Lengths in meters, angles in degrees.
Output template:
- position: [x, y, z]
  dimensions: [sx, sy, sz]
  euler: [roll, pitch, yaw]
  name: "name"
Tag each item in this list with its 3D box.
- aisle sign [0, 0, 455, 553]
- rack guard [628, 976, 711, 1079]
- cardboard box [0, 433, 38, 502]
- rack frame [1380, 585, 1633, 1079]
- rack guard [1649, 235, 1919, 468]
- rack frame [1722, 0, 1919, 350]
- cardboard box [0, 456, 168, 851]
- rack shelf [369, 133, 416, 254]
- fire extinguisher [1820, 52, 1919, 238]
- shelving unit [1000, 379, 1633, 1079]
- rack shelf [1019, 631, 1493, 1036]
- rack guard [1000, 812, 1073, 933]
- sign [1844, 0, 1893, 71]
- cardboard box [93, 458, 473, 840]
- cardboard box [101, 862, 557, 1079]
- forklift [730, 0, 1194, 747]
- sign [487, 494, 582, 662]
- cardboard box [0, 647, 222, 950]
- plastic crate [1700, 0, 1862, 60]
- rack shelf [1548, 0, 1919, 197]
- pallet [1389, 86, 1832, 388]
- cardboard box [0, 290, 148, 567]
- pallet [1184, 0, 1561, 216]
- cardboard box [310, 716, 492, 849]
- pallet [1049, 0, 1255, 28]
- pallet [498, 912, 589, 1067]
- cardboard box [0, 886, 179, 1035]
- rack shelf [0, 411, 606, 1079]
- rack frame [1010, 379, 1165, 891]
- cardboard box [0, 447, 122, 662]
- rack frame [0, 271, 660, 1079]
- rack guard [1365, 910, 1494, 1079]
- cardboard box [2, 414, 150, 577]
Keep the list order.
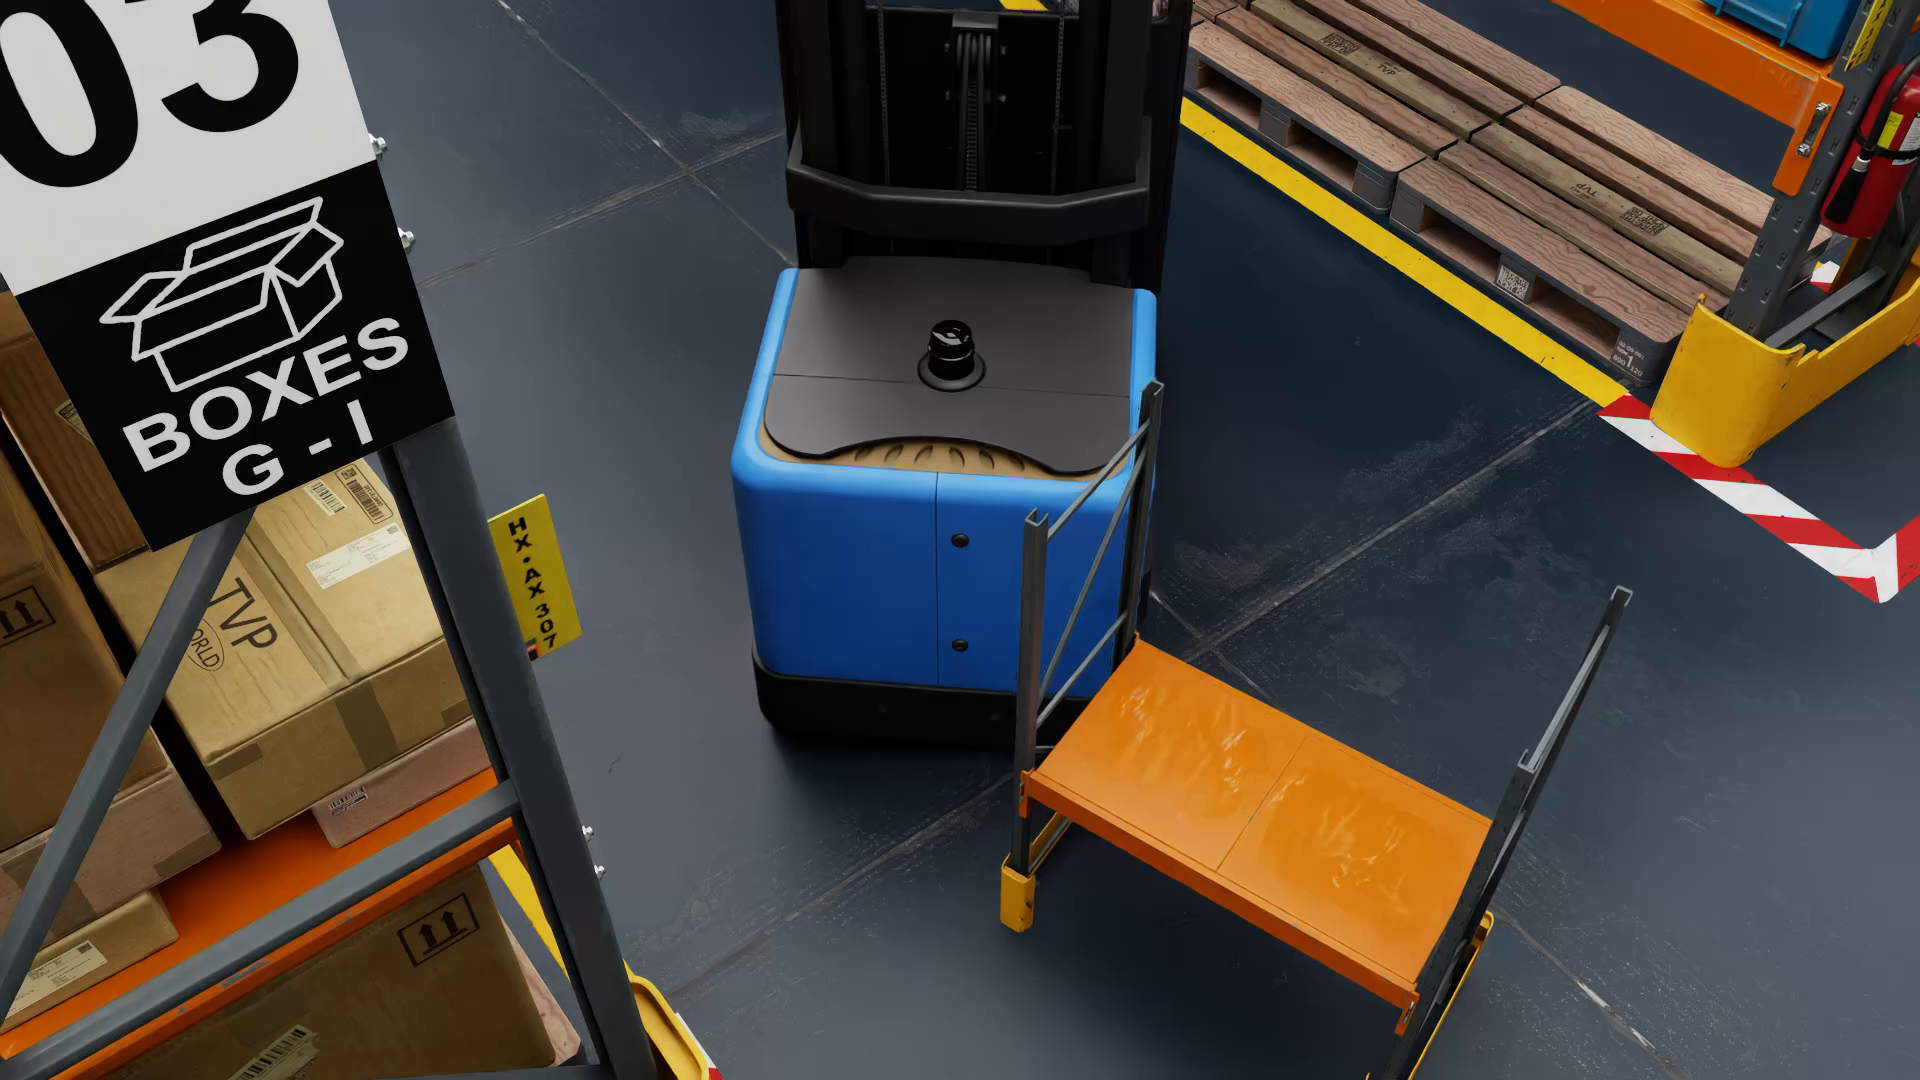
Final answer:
- position: [-0.810, -0.338, 1.777]
  dimensions: [0.394, 0.787, 0.004]
  euler: [-29, 54, -24]
  name: "aisle sign"
- position: [-1.077, 1.481, 3.570]
  dimensions: [1.175, 0.500, 0.348]
  euler: [-29, 54, -24]
  name: "rack guard"
- position: [-2.212, -0.189, 3.297]
  dimensions: [0.500, 0.250, 0.500]
  euler: [-31, 55, -25]
  name: "cardboard box"
- position: [1.117, 0.747, 3.560]
  dimensions: [0.032, 1.500, 0.500]
  euler: [27, 53, 22]
  name: "rack frame"
- position: [2.875, -0.747, 5.590]
  dimensions: [1.175, 0.500, 0.348]
  euler: [-29, 54, -24]
  name: "rack guard"
- position: [2.850, -1.595, 4.671]
  dimensions: [1.000, 3.000, 0.127]
  euler: [-29, 54, -24]
  name: "rack frame"
- position: [-1.596, 0.156, 2.478]
  dimensions: [0.500, 0.500, 0.500]
  euler: [-29, 54, -24]
  name: "cardboard box"
- position: [-2.303, -1.318, 2.881]
  dimensions: [1.077, 0.370, 4.000]
  euler: [-29, 54, -24]
  name: "rack shelf"
- position: [2.580, -1.151, 4.573]
  dimensions: [0.296, 0.674, 0.183]
  euler: [-29, 54, -24]
  name: "fire extinguisher"
- position: [0.706, 0.537, 3.751]
  dimensions: [1.083, 1.500, 0.587]
  euler: [27, 53, 22]
  name: "shelving unit"
- position: [0.698, 0.654, 3.887]
  dimensions: [1.000, 0.185, 0.538]
  euler: [27, 53, 22]
  name: "rack shelf"
- position: [0.296, 0.747, 4.404]
  dimensions: [0.087, 0.250, 0.587]
  euler: [27, 53, 22]
  name: "rack guard"
- position: [2.422, -1.393, 4.378]
  dimensions: [0.100, 0.325, 0.005]
  euler: [-29, 54, -24]
  name: "sign"
- position: [-1.168, 0.173, 2.969]
  dimensions: [0.500, 0.250, 0.500]
  euler: [-31, 55, -25]
  name: "cardboard box"
- position: [-1.543, 0.858, 3.598]
  dimensions: [0.875, 0.875, 0.875]
  euler: [-29, 54, -24]
  name: "cardboard box"
- position: [0.084, -1.490, 4.623]
  dimensions: [1.130, 2.935, 3.031]
  euler: [4, 48, 4]
  name: "forklift"
- position: [-0.647, 0.064, 2.529]
  dimensions: [0.100, 0.325, 0.005]
  euler: [-29, 54, -24]
  name: "sign"
- position: [-1.597, 0.411, 2.754]
  dimensions: [0.500, 0.250, 0.500]
  euler: [-30, 55, -25]
  name: "cardboard box"
- position: [2.498, -1.741, 4.739]
  dimensions: [0.616, 0.435, 0.499]
  euler: [-29, 54, -24]
  name: "plastic crate"
- position: [1.639, -2.533, 6.007]
  dimensions: [1.077, 0.370, 4.000]
  euler: [-29, 54, -24]
  name: "rack shelf"
- position: [2.381, -1.162, 6.161]
  dimensions: [1.003, 0.211, 1.213]
  euler: [-29, 54, -24]
  name: "pallet"
- position: [-1.470, -0.373, 2.958]
  dimensions: [0.500, 0.500, 0.500]
  euler: [-31, 55, -25]
  name: "cardboard box"
- position: [1.647, -1.881, 6.813]
  dimensions: [1.003, 0.211, 1.213]
  euler: [-29, 54, -24]
  name: "pallet"
- position: [-1.044, 0.354, 3.074]
  dimensions: [0.380, 0.149, 0.250]
  euler: [-29, 54, -24]
  name: "cardboard box"
- position: [0.904, -2.601, 7.465]
  dimensions: [1.003, 0.211, 1.213]
  euler: [-29, 54, -24]
  name: "pallet"
- position: [-1.638, 1.127, 4.086]
  dimensions: [1.003, 0.211, 1.213]
  euler: [-29, 54, -24]
  name: "pallet"
- position: [-1.570, 0.649, 2.807]
  dimensions: [0.380, 0.149, 0.250]
  euler: [-28, 54, -23]
  name: "cardboard box"
- position: [-2.303, -0.311, 3.993]
  dimensions: [1.077, 0.370, 4.000]
  euler: [-29, 54, -24]
  name: "rack shelf"
- position: [0.280, 0.319, 3.948]
  dimensions: [0.032, 1.500, 0.500]
  euler: [27, 53, 22]
  name: "rack frame"
- position: [-1.903, 0.111, 3.025]
  dimensions: [0.500, 0.250, 0.500]
  euler: [-30, 55, -25]
  name: "cardboard box"
- position: [-1.095, 0.628, 2.656]
  dimensions: [0.949, 2.616, 0.053]
  euler: [-29, 54, -24]
  name: "rack frame"
- position: [1.116, 1.167, 4.024]
  dimensions: [0.087, 0.250, 0.587]
  euler: [27, 53, 22]
  name: "rack guard"
- position: [-1.488, -0.130, 3.244]
  dimensions: [0.500, 0.250, 0.500]
  euler: [-30, 54, -24]
  name: "cardboard box"
